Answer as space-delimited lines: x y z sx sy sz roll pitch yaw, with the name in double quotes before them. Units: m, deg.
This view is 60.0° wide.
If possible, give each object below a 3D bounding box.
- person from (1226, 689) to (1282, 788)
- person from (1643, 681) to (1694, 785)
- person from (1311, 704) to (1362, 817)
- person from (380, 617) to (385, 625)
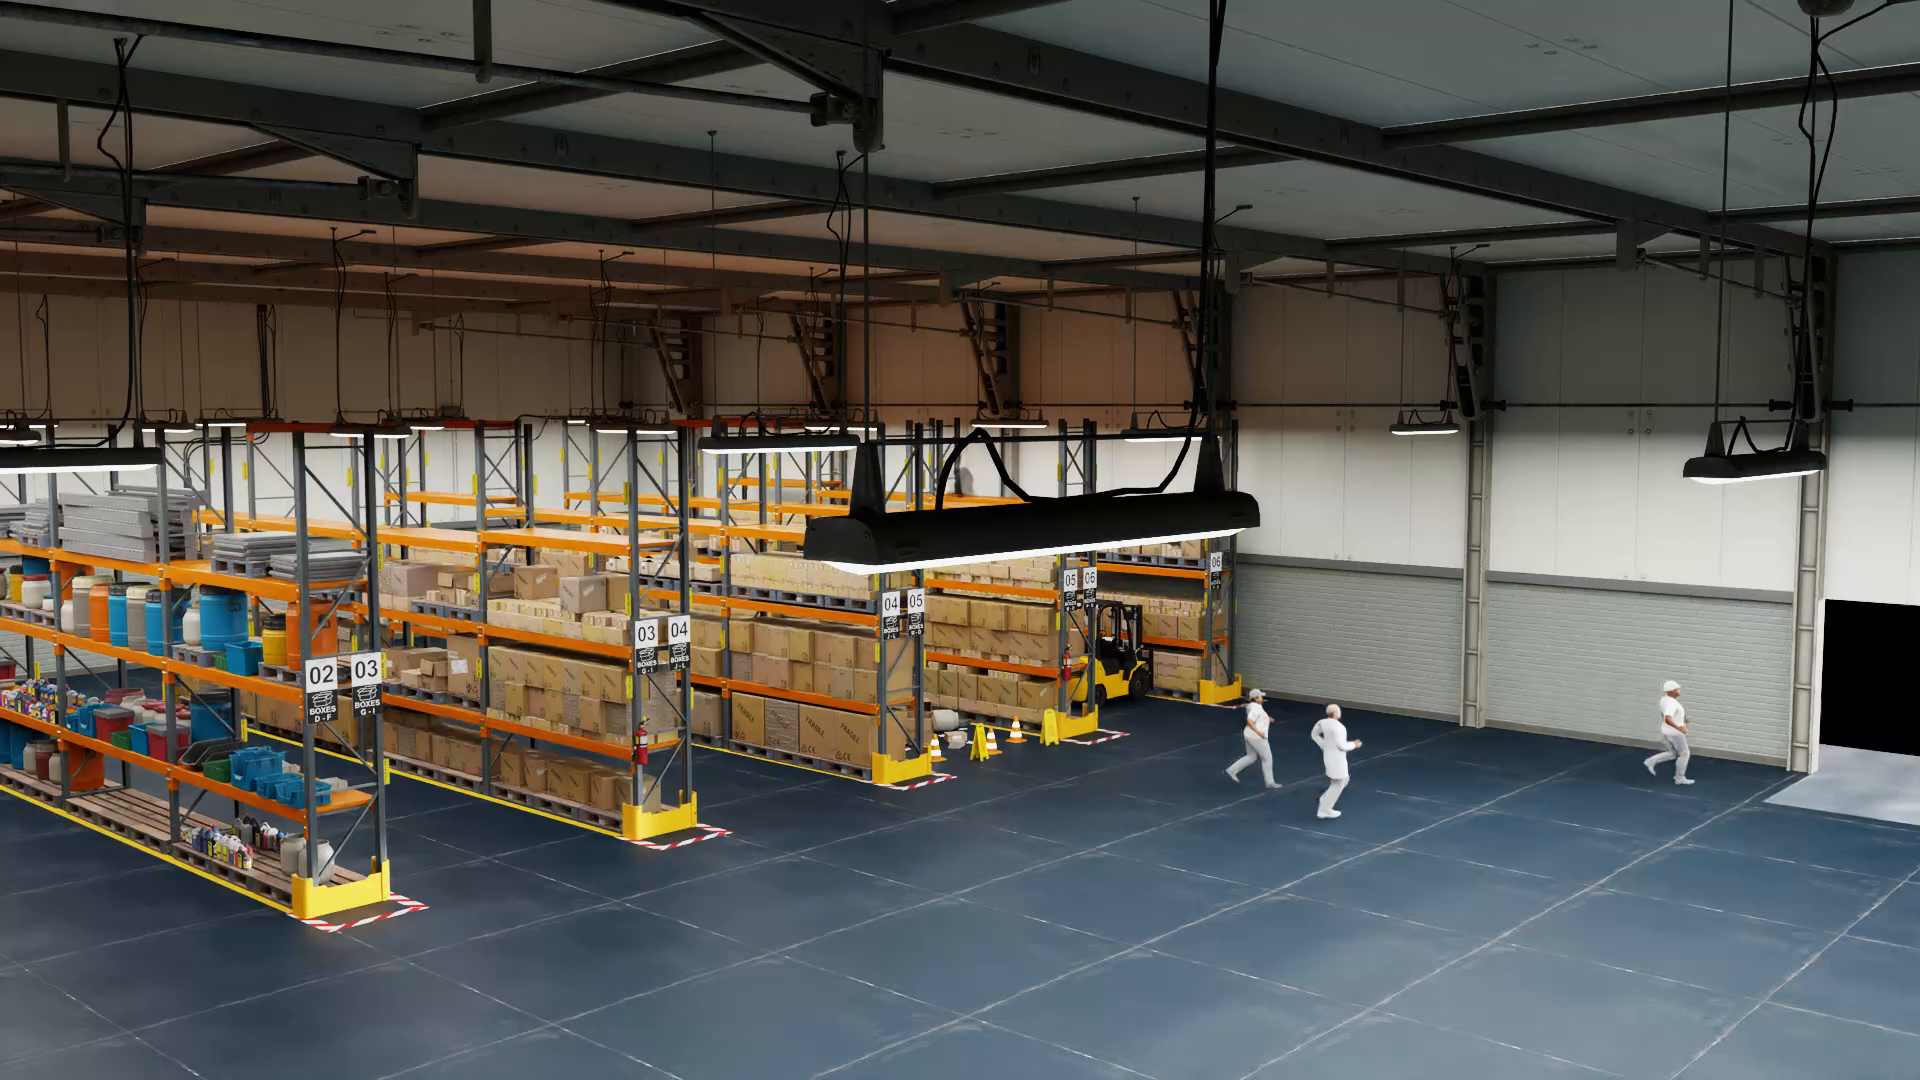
"person" 4.850 3.262 27.339 0.918 1.643 0.614 -1 5 -8
"person" 11.842 3.205 27.704 0.795 1.732 0.711 1 5 9
"person" 5.783 3.376 25.438 0.673 1.763 0.694 -1 5 -12
"person" -13.955 2.318 39.721 0.470 1.571 0.807 -2 5 -28
